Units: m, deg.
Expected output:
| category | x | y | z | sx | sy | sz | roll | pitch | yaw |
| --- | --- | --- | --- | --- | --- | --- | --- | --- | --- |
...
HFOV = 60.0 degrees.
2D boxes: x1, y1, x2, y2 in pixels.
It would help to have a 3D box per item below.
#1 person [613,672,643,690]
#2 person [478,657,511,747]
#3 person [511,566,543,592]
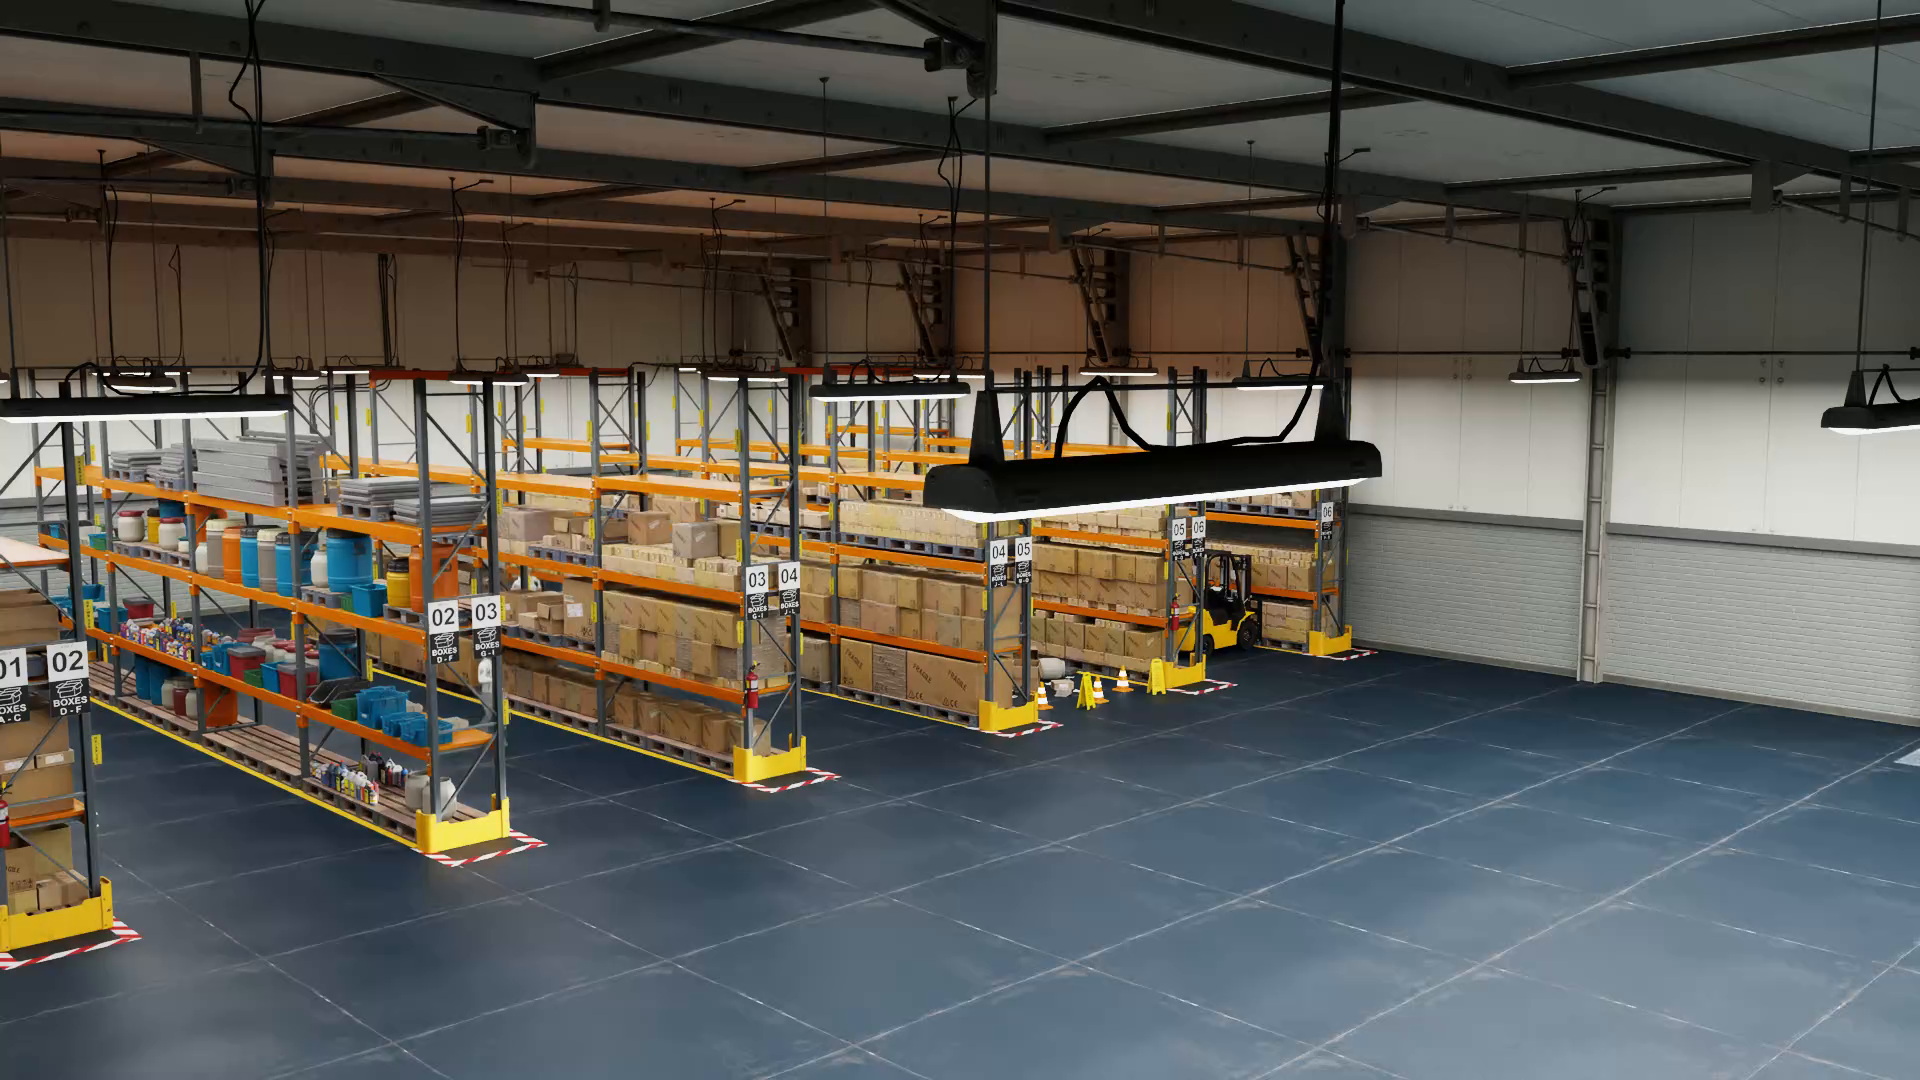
| category | x | y | z | sx | sy | sz | roll | pitch | yaw |
| --- | --- | --- | --- | --- | --- | --- | --- | --- | --- |
| person | -6.315 | 1.896 | 31.332 | 1.055 | 1.753 | 0.710 | 5 | 8 | 38 |
| person | -7.492 | 2.478 | 26.757 | 0.684 | 1.734 | 0.592 | 5 | 8 | 37 |
| person | -9.322 | 1.398 | 36.064 | 0.671 | 1.750 | 0.591 | -6 | 9 | -44 |
